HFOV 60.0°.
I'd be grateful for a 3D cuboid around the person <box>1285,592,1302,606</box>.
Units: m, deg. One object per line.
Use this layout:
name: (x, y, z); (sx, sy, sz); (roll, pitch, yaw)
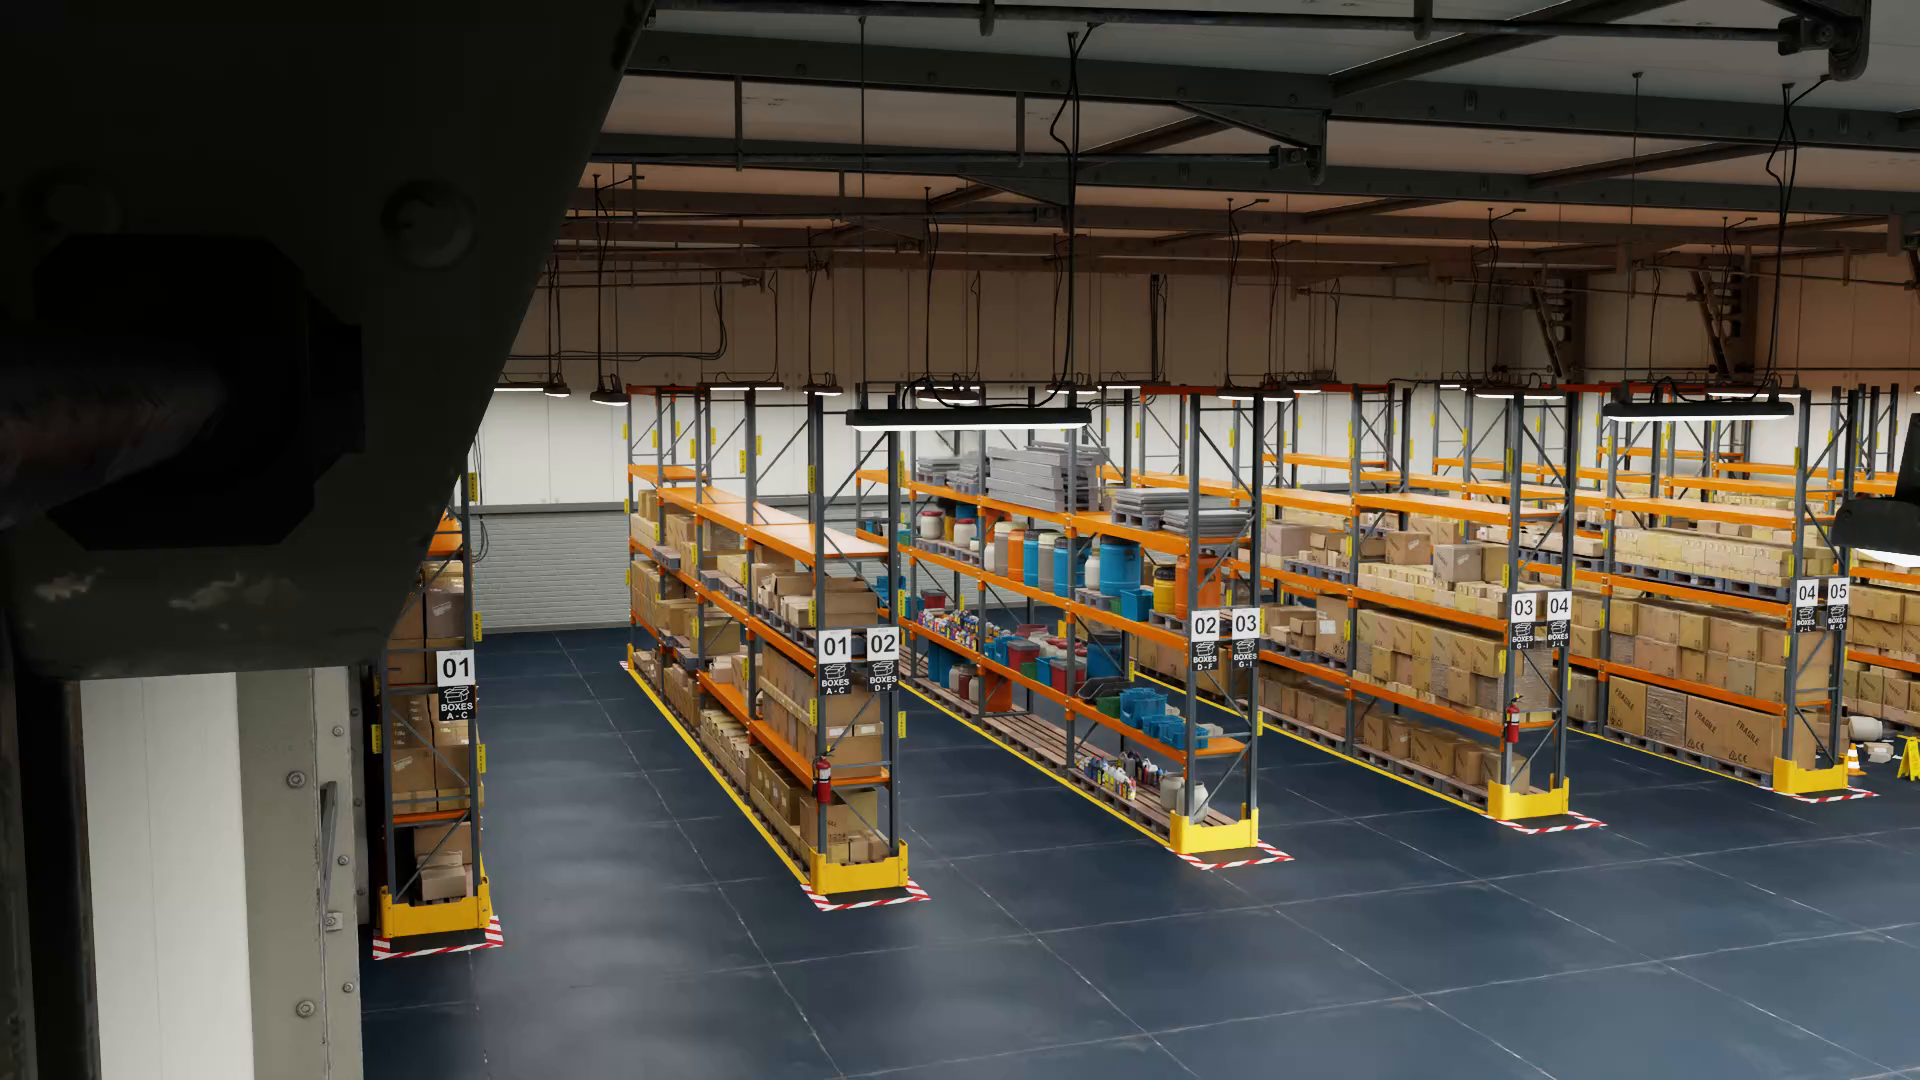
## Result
person: (8.479, 1.139, 41.967); (0.654, 1.731, 0.654); (-5, 7, -38)
